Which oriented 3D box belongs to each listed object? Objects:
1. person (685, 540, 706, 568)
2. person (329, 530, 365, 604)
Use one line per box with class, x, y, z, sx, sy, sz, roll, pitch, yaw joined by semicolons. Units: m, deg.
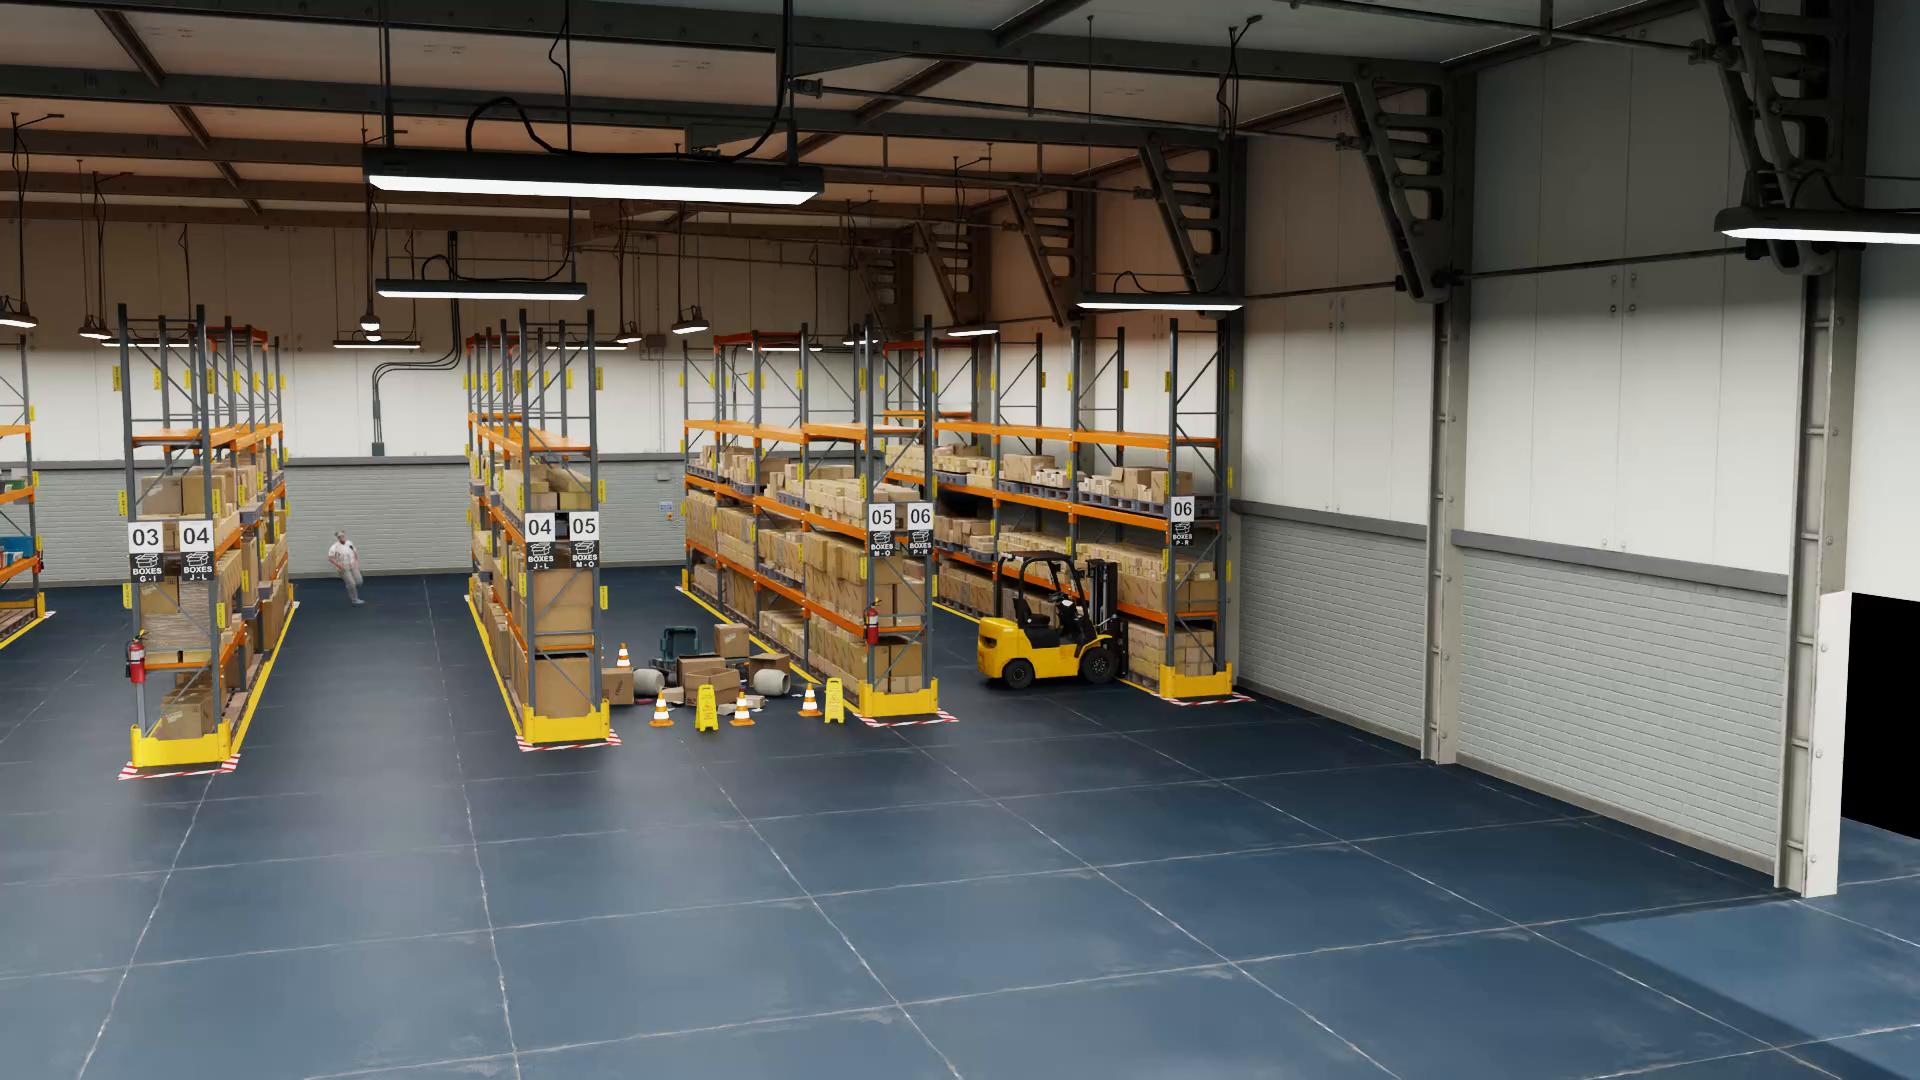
person;-6.492;0.222;41.325;0.677;1.762;0.723;0;5;-4
person;-13.891;0.609;37.559;0.565;1.687;0.695;4;7;38
